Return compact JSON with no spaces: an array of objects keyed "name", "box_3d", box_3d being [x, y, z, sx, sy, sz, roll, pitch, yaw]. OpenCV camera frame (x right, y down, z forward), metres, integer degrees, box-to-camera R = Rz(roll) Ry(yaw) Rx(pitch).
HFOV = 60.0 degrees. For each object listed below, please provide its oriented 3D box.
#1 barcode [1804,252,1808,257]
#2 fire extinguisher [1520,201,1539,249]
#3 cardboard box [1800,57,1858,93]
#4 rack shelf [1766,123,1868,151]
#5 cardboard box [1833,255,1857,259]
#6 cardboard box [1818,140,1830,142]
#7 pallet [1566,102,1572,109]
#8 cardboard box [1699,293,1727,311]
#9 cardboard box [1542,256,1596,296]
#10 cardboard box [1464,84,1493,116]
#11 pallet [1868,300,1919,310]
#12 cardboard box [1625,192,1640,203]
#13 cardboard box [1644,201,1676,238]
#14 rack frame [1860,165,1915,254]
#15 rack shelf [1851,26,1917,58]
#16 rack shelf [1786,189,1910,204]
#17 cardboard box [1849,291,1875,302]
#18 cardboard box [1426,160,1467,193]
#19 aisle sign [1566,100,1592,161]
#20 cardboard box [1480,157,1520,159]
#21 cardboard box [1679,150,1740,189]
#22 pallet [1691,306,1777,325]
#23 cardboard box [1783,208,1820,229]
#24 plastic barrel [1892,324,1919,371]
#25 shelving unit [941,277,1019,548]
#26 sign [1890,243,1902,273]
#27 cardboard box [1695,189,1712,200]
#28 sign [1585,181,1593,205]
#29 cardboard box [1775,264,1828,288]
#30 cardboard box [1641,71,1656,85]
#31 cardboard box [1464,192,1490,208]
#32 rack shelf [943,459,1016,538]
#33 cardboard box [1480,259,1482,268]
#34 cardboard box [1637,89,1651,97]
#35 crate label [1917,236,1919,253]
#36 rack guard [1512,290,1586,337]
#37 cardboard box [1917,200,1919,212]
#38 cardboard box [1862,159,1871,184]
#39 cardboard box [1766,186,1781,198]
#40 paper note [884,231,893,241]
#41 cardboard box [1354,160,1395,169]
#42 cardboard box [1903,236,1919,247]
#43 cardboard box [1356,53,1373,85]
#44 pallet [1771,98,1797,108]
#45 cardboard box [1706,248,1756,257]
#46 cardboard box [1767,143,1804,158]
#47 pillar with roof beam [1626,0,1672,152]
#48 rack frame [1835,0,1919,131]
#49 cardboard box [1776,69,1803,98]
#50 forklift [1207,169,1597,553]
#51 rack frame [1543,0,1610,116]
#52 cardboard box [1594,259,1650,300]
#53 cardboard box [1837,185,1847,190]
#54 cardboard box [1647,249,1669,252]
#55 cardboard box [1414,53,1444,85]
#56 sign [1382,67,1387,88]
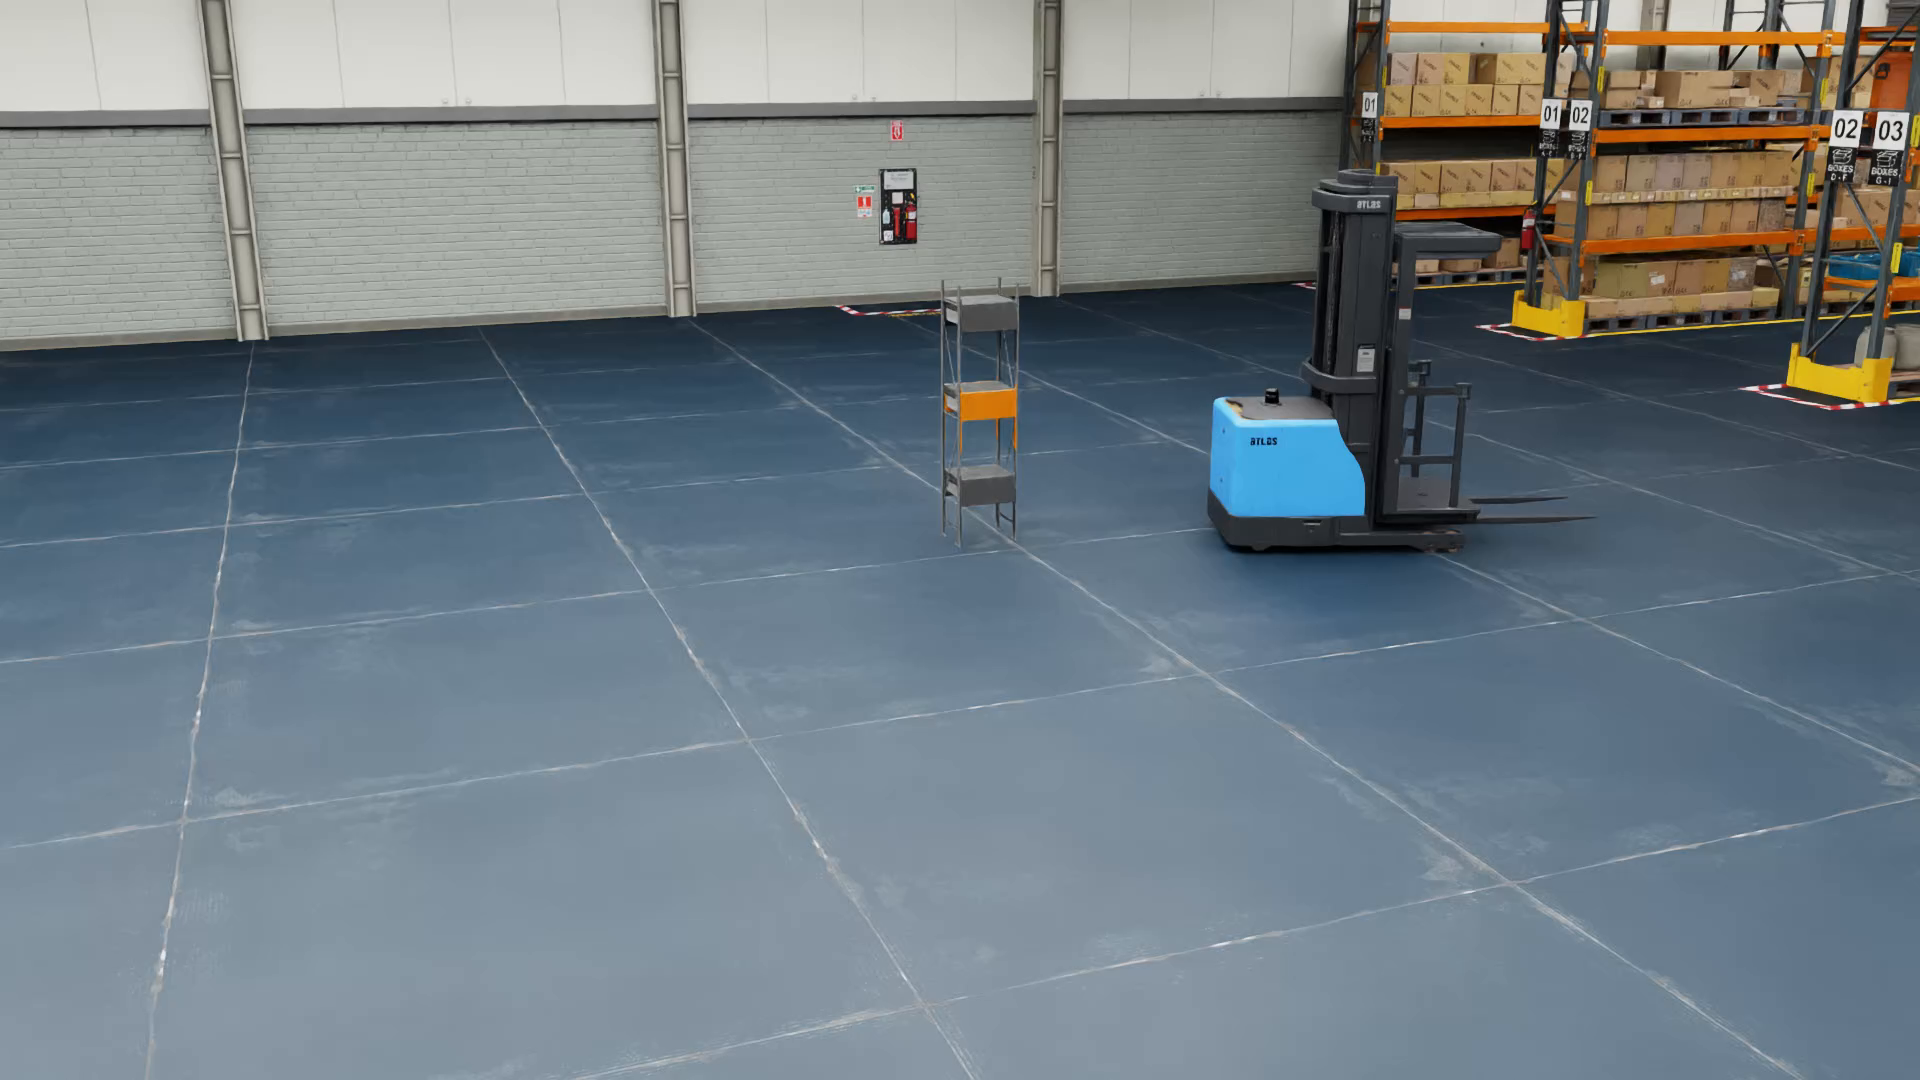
[{"name":"barcode","box_3d":[12.547,-4.240,24.664,0.075,0.075,0.001,-6,17,-20]},{"name":"fire extinguisher","box_3d":[8.148,-4.521,23.807,0.183,0.674,0.296,-6,17,-20]},{"name":"cardboard box","box_3d":[12.749,-6.831,24.404,0.500,0.500,0.500,-6,17,-19]},{"name":"rack shelf","box_3d":[14.027,-6.147,25.159,4.000,0.370,1.077,-6,17,-20]},{"name":"cardboard box","box_3d":[13.856,-4.272,25.962,0.500,0.311,0.500,-6,18,-21]},{"name":"cardboard box","box_3d":[16.378,-7.437,31.527,0.500,0.250,0.500,-7,18,-22]},{"name":"pallet","box_3d":[10.998,-7.537,28.951,1.003,0.211,1.213,-6,17,-20]},{"name":"cardboard box","box_3d":[10.872,-3.527,24.420,0.500,0.250,0.500,-6,17,-20]},{"name":"cardboard box","box_3d":[8.818,-3.822,24.094,0.500,0.500,0.500,-6,17,-20]},{"name":"cardboard box","box_3d":[8.540,-7.373,27.846,0.500,0.500,0.500,-5,17,-17]},{"name":"pallet","box_3d":[15.112,-3.844,26.313,1.213,0.211,1.003,-6,17,-20]},{"name":"cardboard box","box_3d":[9.347,-4.842,23.435,0.250,0.149,0.380,-6,17,-20]},{"name":"cardboard box","box_3d":[9.819,-4.642,23.905,0.500,0.500,0.700,-6,17,-20]},{"name":"rack frame","box_3d":[17.854,-6.961,31.978,0.127,3.000,1.000,-6,17,-20]},{"name":"rack shelf","box_3d":[12.061,-5.687,18.981,4.000,0.370,1.077,-6,17,-20]},{"name":"rack shelf","box_3d":[15.986,-6.414,31.392,4.000,0.370,1.077,-6,17,-20]},{"name":"cardboard box","box_3d":[13.585,-3.813,25.394,0.500,0.250,0.500,-7,18,-22]},{"name":"cardboard box","box_3d":[8.151,-6.115,27.998,0.500,0.500,0.500,-7,18,-22]},{"name":"aisle sign","box_3d":[8.472,-5.608,22.758,0.004,0.787,0.394,-6,17,-20]},{"name":"cardboard box","box_3d":[9.385,-6.408,28.995,0.500,0.500,0.500,-6,17,-20]},{"name":"cardboard box","box_3d":[10.808,-5.374,24.093,0.500,0.500,0.700,-6,17,-20]},{"name":"pallet","box_3d":[11.402,-3.444,24.952,1.213,0.211,1.003,-6,17,-20]},{"name":"cardboard box","box_3d":[12.603,-4.840,25.023,0.500,0.250,0.500,-5,17,-17]},{"name":"plastic barrel","box_3d":[11.248,-2.289,19.739,0.421,0.512,0.421,0,16,0]},{"name":"shelving unit","box_3d":[0.155,-1.024,13.359,0.503,2.100,0.431,-6,17,-20]},{"name":"sign","box_3d":[10.386,-3.132,18.448,0.005,0.325,0.100,-6,17,-20]},{"name":"cardboard box","box_3d":[10.549,-4.971,23.875,0.250,0.149,0.380,-6,17,-18]},{"name":"sign","box_3d":[8.617,-4.755,22.788,0.005,0.325,0.100,-6,17,-20]},{"name":"cardboard box","box_3d":[12.634,-3.979,24.962,0.500,0.311,0.500,-6,17,-20]},{"name":"cardboard box","box_3d":[12.074,-8.001,29.275,0.500,0.500,0.500,-7,18,-22]},{"name":"cardboard box","box_3d":[8.648,-5.810,28.291,0.500,0.250,0.500,-6,17,-20]},{"name":"rack shelf","box_3d":[0.155,-0.339,13.560,0.480,0.518,0.431,-6,17,-20]},{"name":"cardboard box","box_3d":[8.883,-4.841,29.040,0.250,0.149,0.380,-8,18,-25]},{"name":"cardboard box","box_3d":[9.405,-6.269,23.572,0.500,0.250,0.500,-6,17,-20]},{"name":"crate label","box_3d":[11.815,-3.418,19.851,0.616,0.435,0.502,-6,17,-20]},{"name":"rack guard","box_3d":[8.402,-3.246,23.765,0.348,0.500,1.175,-6,17,-20]},{"name":"cardboard box","box_3d":[14.990,-5.172,26.046,0.500,0.311,0.500,-6,18,-21]},{"name":"cardboard box","box_3d":[17.040,-6.994,31.351,0.500,0.500,0.500,-6,17,-20]},{"name":"cardboard box","box_3d":[11.750,-5.102,24.320,0.250,0.149,0.380,-7,18,-21]},{"name":"paper note","box_3d":[-1.122,-4.783,26.124,0.142,0.148,0.016,-6,17,-20]},{"name":"cardboard box","box_3d":[7.012,-6.152,28.123,0.500,0.500,0.500,-6,18,-21]},{"name":"cardboard box","box_3d":[18.589,-6.011,32.436,0.500,0.500,0.700,-6,17,-19]},{"name":"cardboard box","box_3d":[6.957,-7.840,27.660,0.500,0.500,0.500,-5,17,-18]},{"name":"pallet","box_3d":[14.701,-7.985,30.477,1.003,0.211,1.213,-5,17,-18]},{"name":"cardboard box","box_3d":[11.614,-4.129,25.138,0.500,0.500,0.500,-6,17,-20]},{"name":"cardboard box","box_3d":[15.136,-7.150,30.550,0.500,0.250,0.500,-6,18,-21]},{"name":"pillar with roof beam","box_3d":[14.135,-8.400,26.231,0.400,9.000,9.100,-6,17,-20]},{"name":"rack frame","box_3d":[10.193,-6.023,18.136,0.127,3.000,1.000,-6,17,-20]},{"name":"cardboard box","box_3d":[15.027,-8.387,30.553,0.500,0.500,0.700,-7,18,-23]},{"name":"forklift","box_3d":[3.626,-1.455,13.350,3.031,2.935,1.130,-1,16,-3]},{"name":"rack frame","box_3d":[8.424,-7.326,22.576,0.127,3.000,1.000,-6,17,-20]},{"name":"cardboard box","box_3d":[9.471,-3.736,23.802,0.500,0.500,0.500,-6,17,-20]},{"name":"cardboard box","box_3d":[16.437,-6.625,31.244,0.250,0.149,0.380,-7,18,-22]},{"name":"cardboard box","box_3d":[12.488,-5.404,30.332,0.500,0.500,0.700,-6,17,-20]},{"name":"cardboard box","box_3d":[7.581,-7.740,27.319,0.500,0.500,0.500,-6,18,-21]},{"name":"sign","box_3d":[6.842,-7.467,26.826,0.005,0.325,0.100,-6,17,-20]}]
